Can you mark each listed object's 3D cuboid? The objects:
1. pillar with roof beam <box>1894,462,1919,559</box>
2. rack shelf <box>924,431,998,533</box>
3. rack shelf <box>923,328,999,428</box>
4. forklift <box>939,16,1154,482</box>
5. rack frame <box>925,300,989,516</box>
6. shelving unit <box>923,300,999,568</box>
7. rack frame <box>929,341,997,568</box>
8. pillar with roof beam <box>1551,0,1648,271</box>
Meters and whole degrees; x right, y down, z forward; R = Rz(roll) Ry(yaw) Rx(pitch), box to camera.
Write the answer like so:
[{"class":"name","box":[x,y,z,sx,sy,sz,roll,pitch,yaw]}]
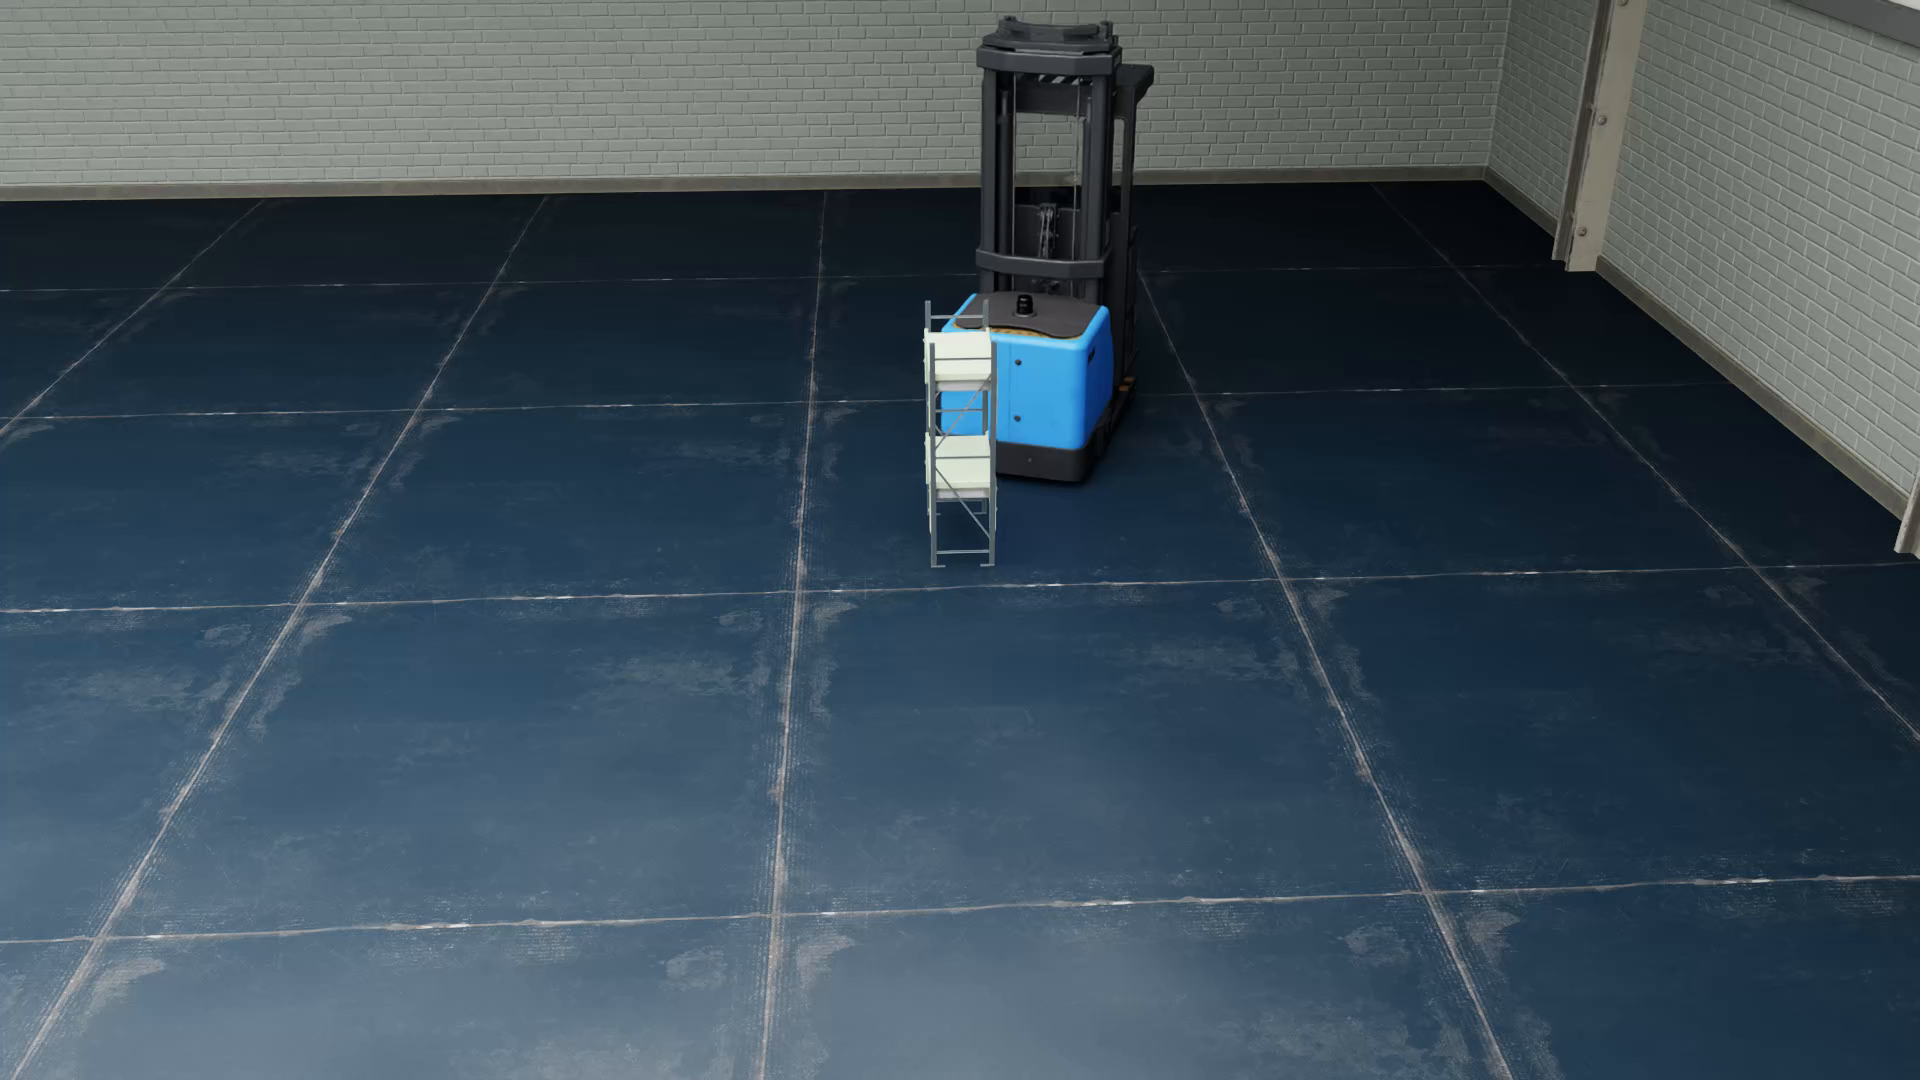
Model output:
[{"class":"pillar with roof beam","box":[1.873,-3.742,8.255,9.100,9.000,0.400,-1,28,-3]},{"class":"rack shelf","box":[0.000,-0.379,10.622,0.431,0.370,0.720,-1,28,-3]},{"class":"rack shelf","box":[0.000,-1.014,10.291,0.431,0.370,0.720,-1,28,-3]},{"class":"forklift","box":[0.755,-2.364,12.175,1.130,2.935,3.031,8,29,14]},{"class":"rack frame","box":[-0.019,-0.837,10.795,0.400,1.500,0.023,-1,28,-3]},{"class":"shelving unit","box":[0.000,-0.668,10.471,0.431,1.500,0.755,-1,28,-3]},{"class":"rack frame","box":[0.019,-0.499,10.147,0.400,1.500,0.023,-1,28,-3]},{"class":"pillar with roof beam","box":[1.559,-6.513,13.568,9.100,9.000,0.400,-1,28,-3]}]
